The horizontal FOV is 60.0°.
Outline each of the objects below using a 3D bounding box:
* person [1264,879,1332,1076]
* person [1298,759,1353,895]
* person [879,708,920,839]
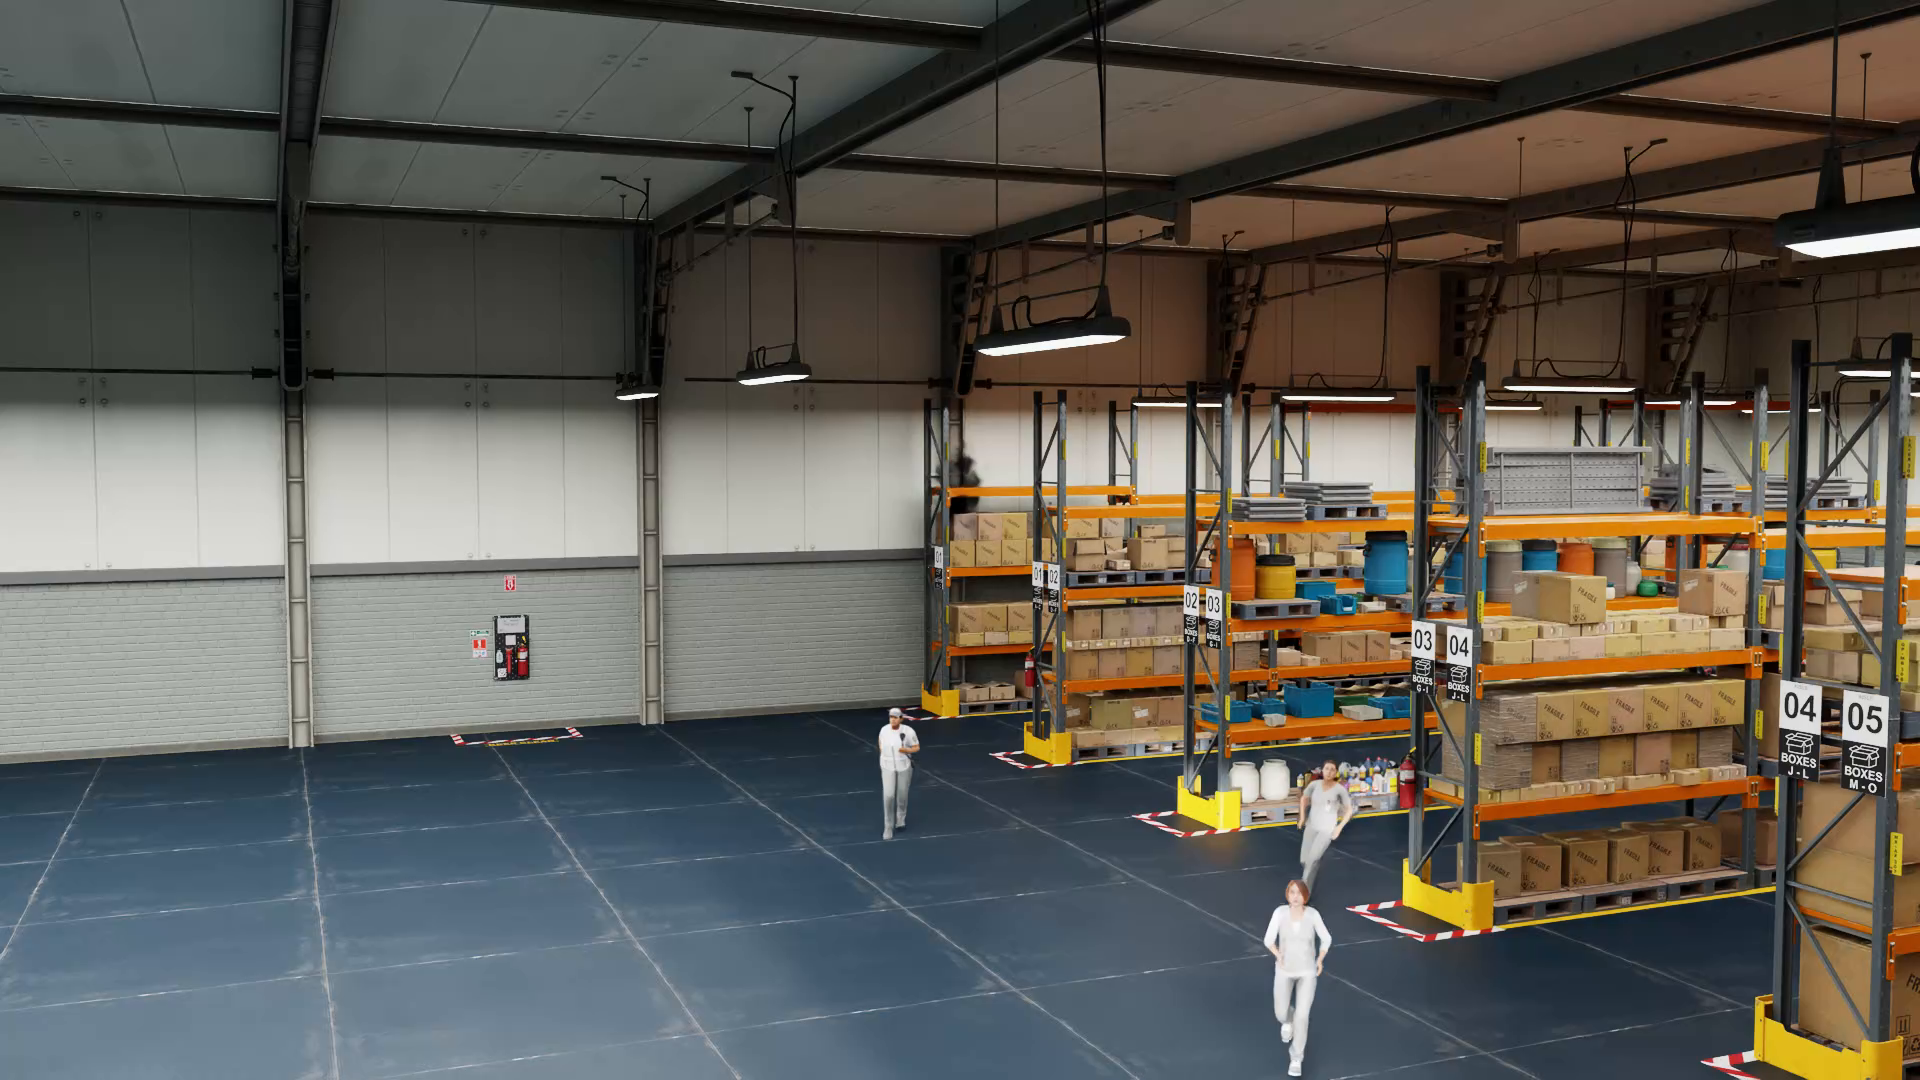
[{"bbox_3d":[2.792,3.572,13.763,0.546,1.553,0.695,1,3,15],"label":"person"},{"bbox_3d":[4.105,3.256,18.731,0.603,1.598,0.639,2,4,30],"label":"person"},{"bbox_3d":[-0.807,3.063,21.924,0.574,1.738,0.754,0,3,4],"label":"person"}]
